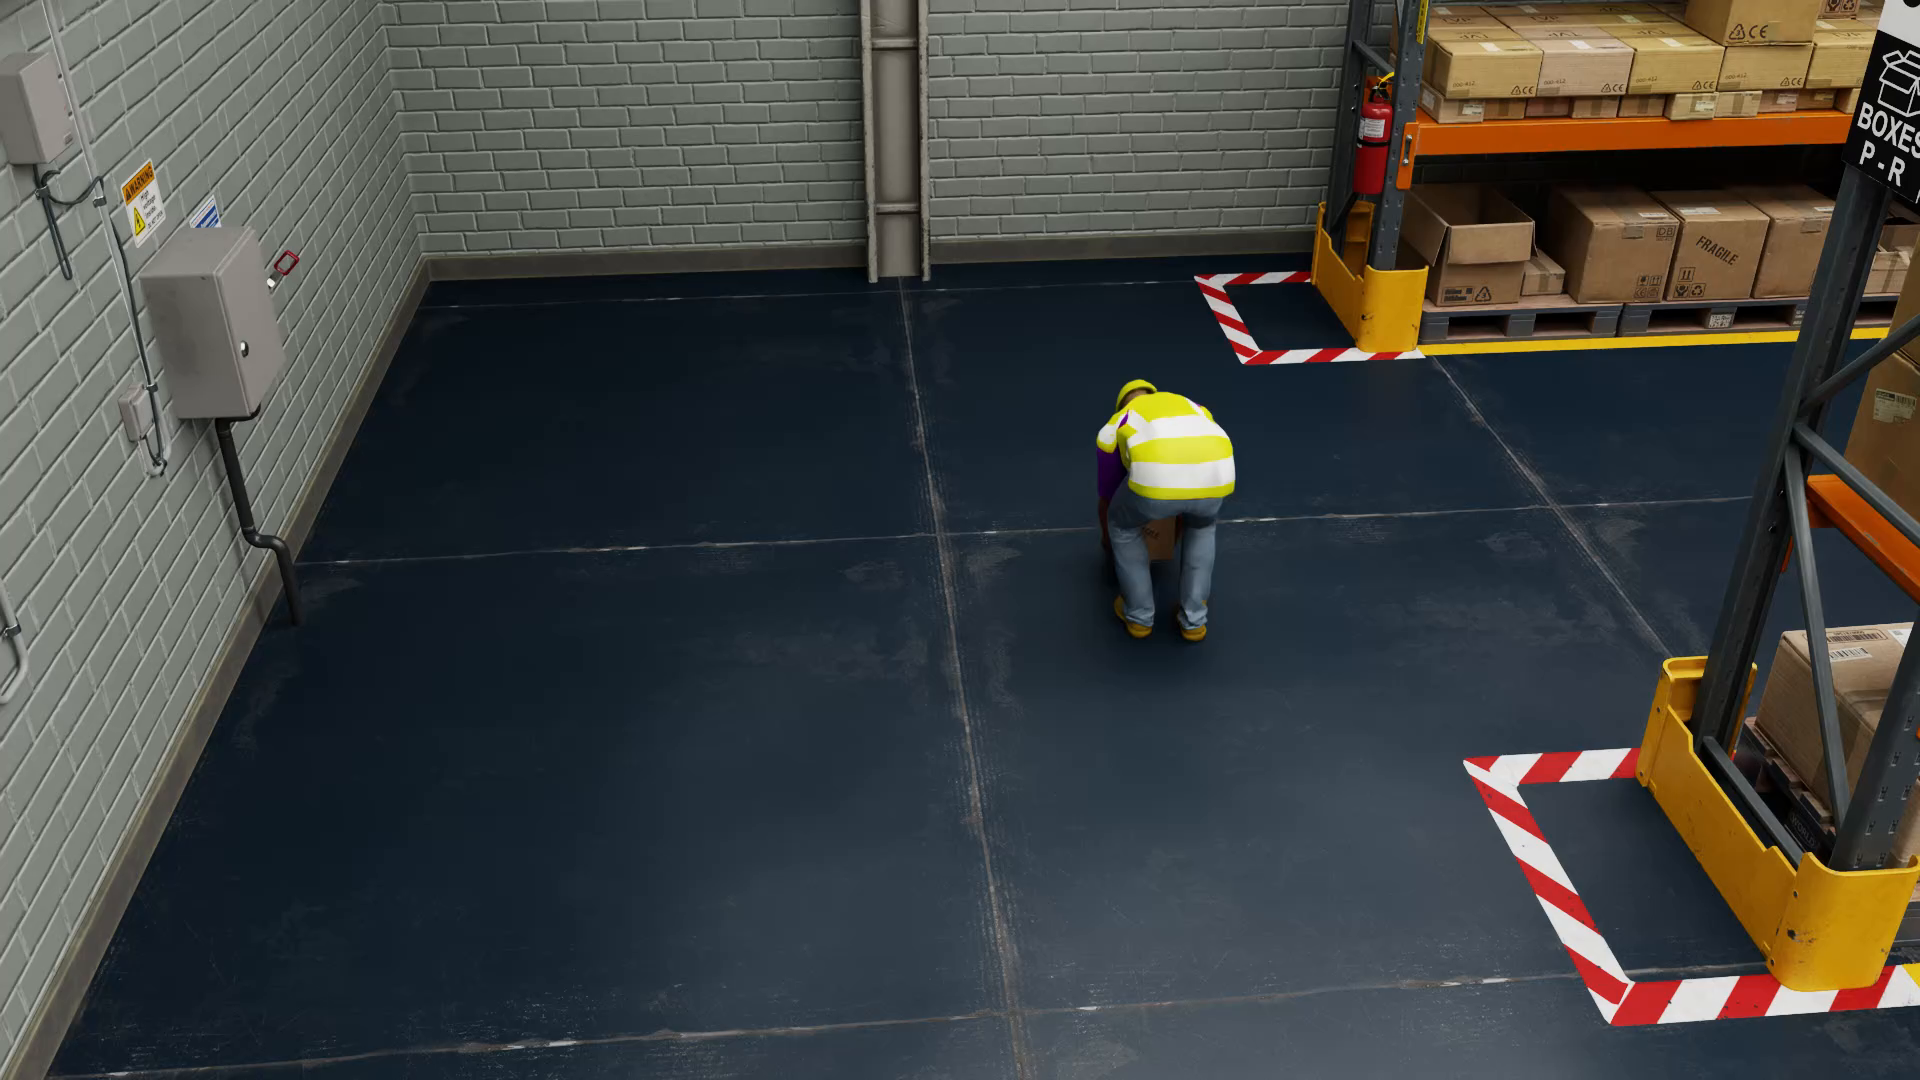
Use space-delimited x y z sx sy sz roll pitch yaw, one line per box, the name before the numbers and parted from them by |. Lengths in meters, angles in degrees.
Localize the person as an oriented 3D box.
person | 0.838 -0.166 7.110 0.491 1.019 0.976 -4 31 -7
